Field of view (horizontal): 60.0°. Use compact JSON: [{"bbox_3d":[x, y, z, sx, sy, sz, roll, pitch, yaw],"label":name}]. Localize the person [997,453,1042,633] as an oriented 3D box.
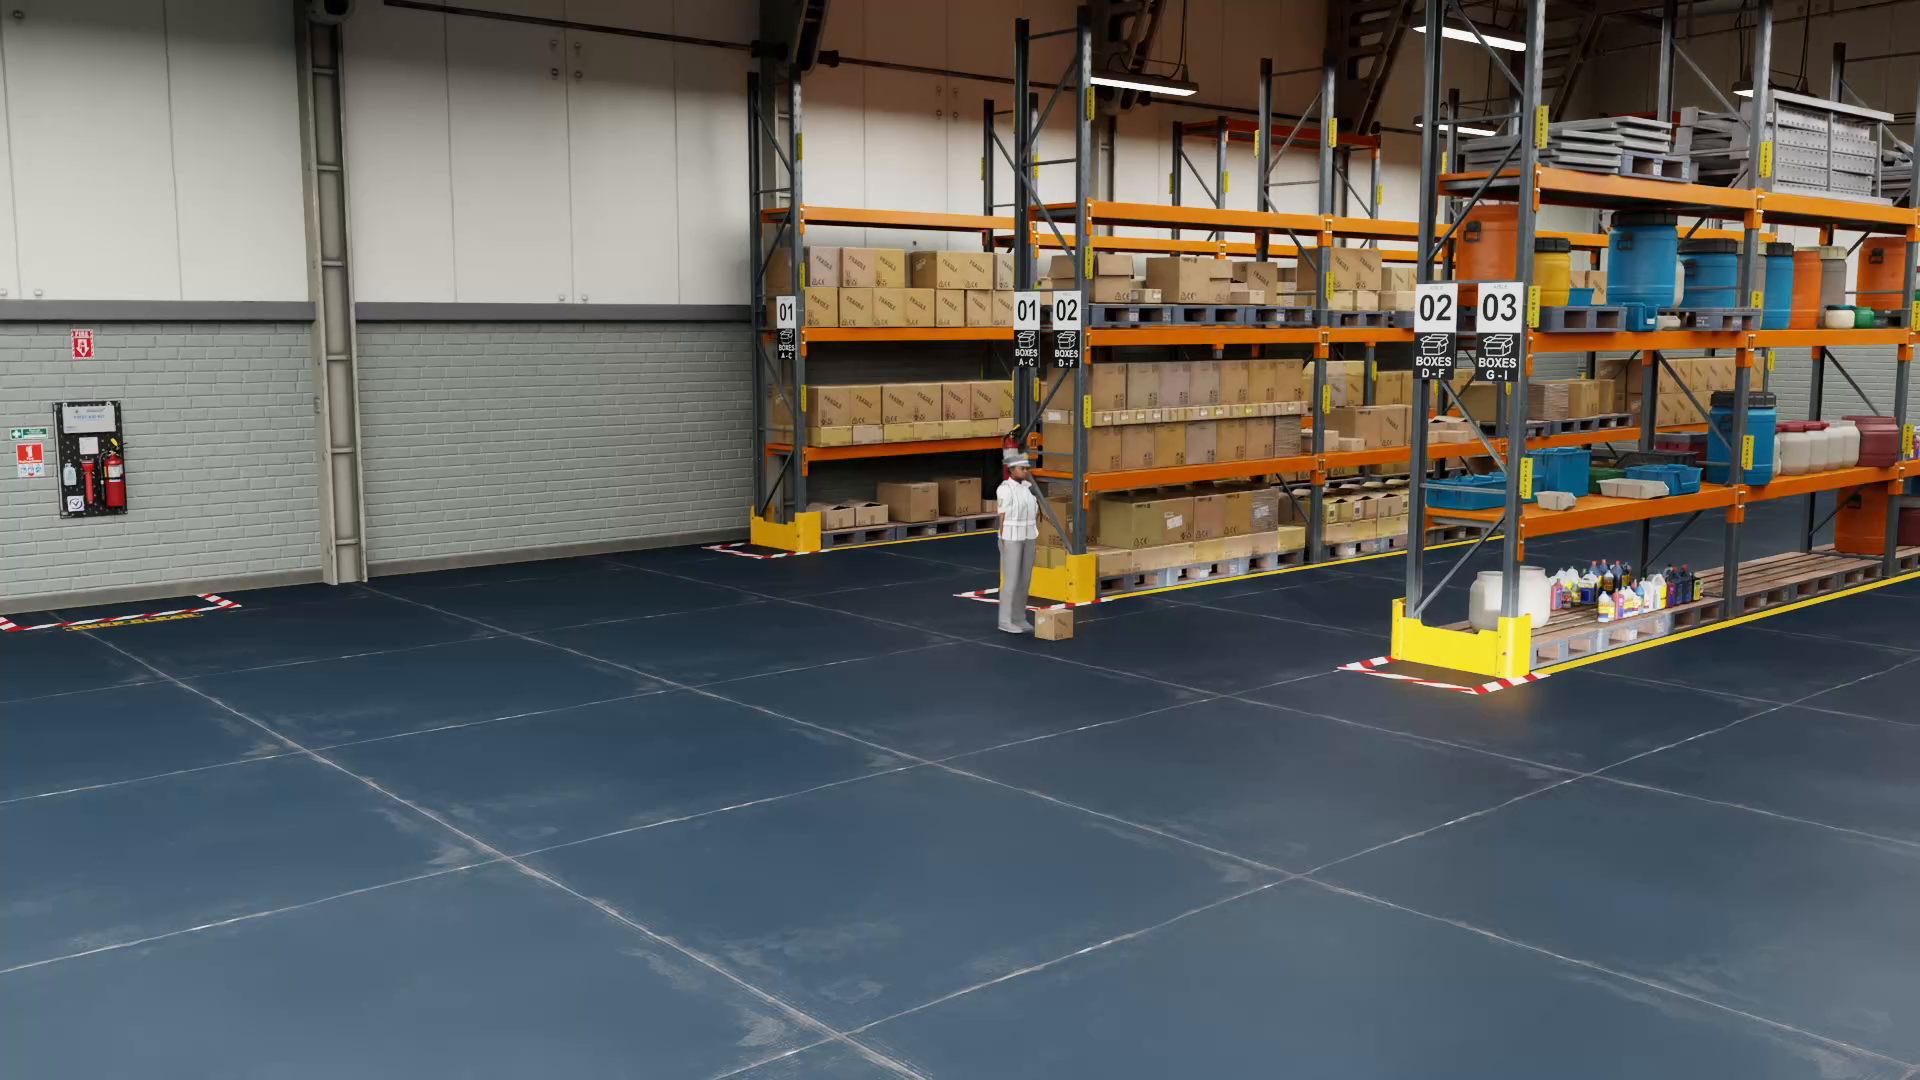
[{"bbox_3d":[0.550,0.028,15.595,0.436,1.705,0.367,-6,10,-39],"label":"person"}]
